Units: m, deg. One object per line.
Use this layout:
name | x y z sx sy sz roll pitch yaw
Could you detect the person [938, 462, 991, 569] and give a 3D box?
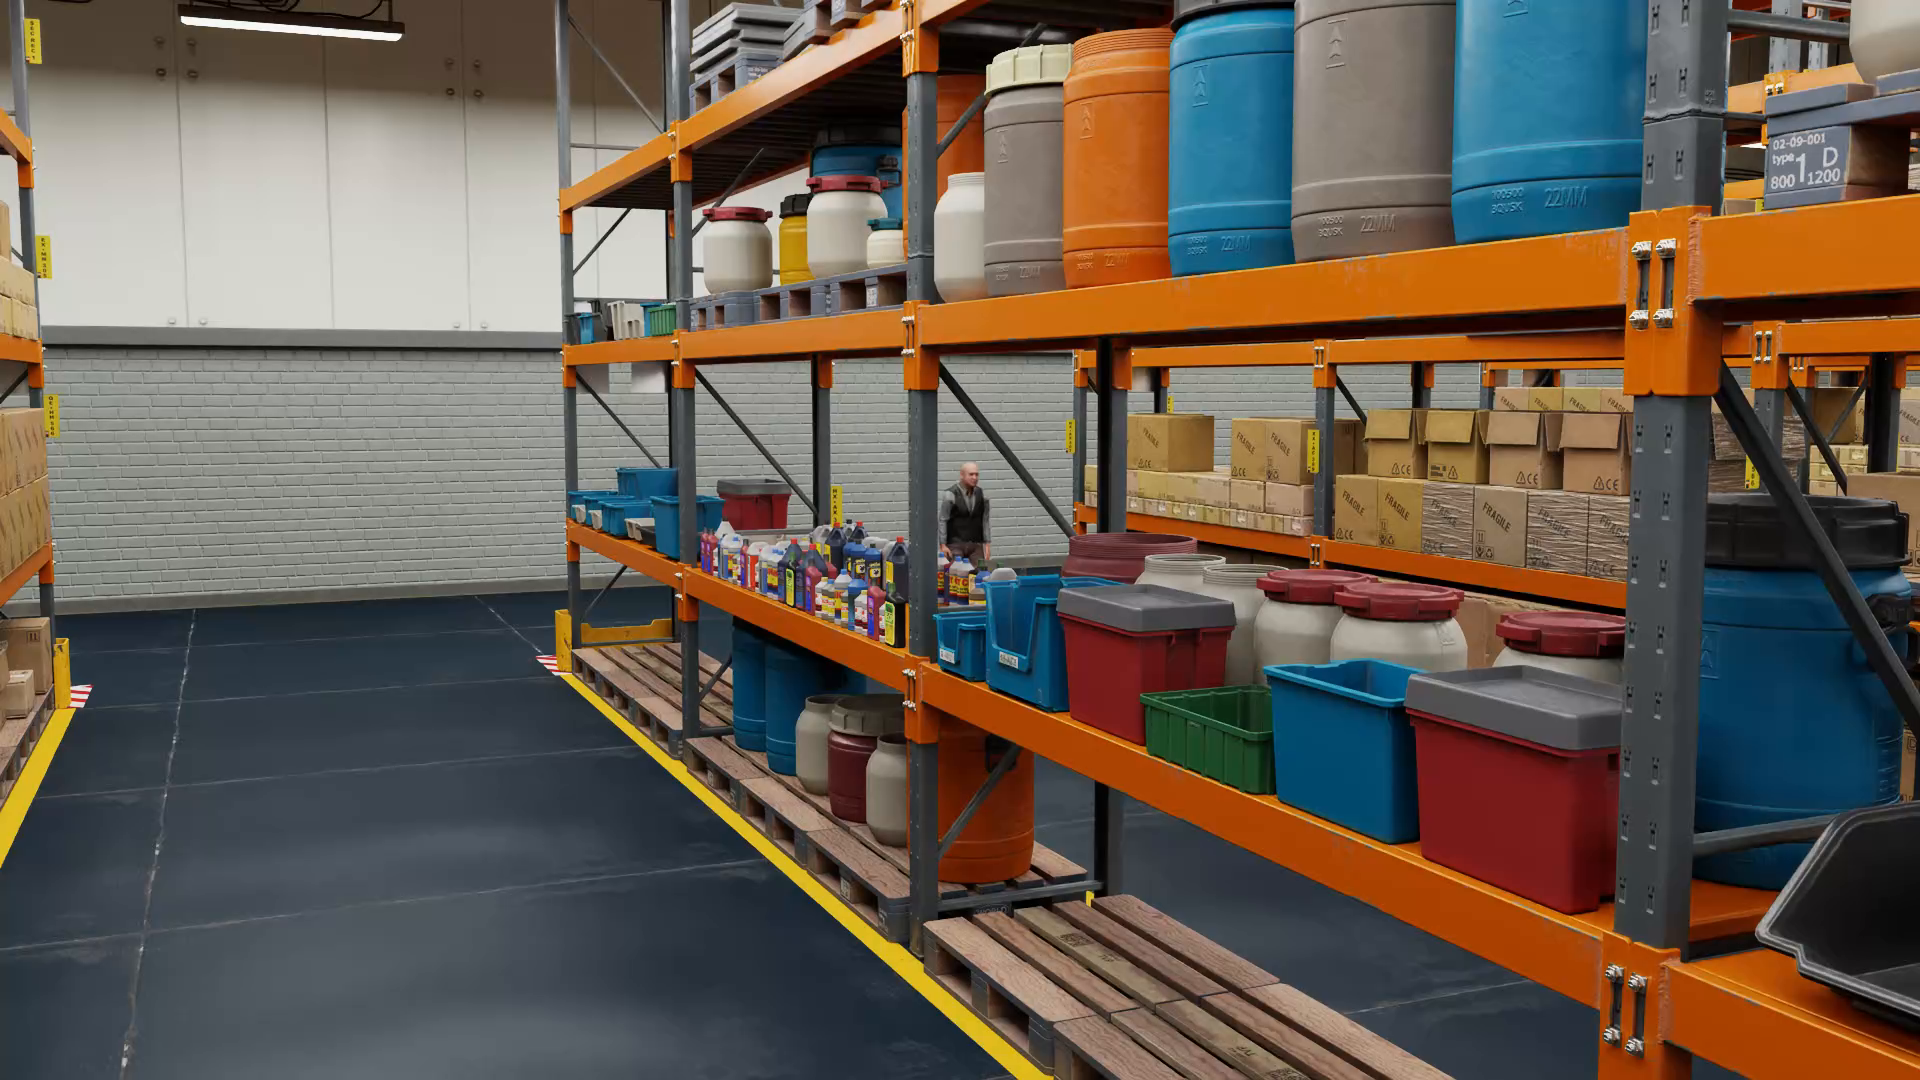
person | 0.043 0.086 16.463 0.580 1.719 0.422 -3 6 -26
